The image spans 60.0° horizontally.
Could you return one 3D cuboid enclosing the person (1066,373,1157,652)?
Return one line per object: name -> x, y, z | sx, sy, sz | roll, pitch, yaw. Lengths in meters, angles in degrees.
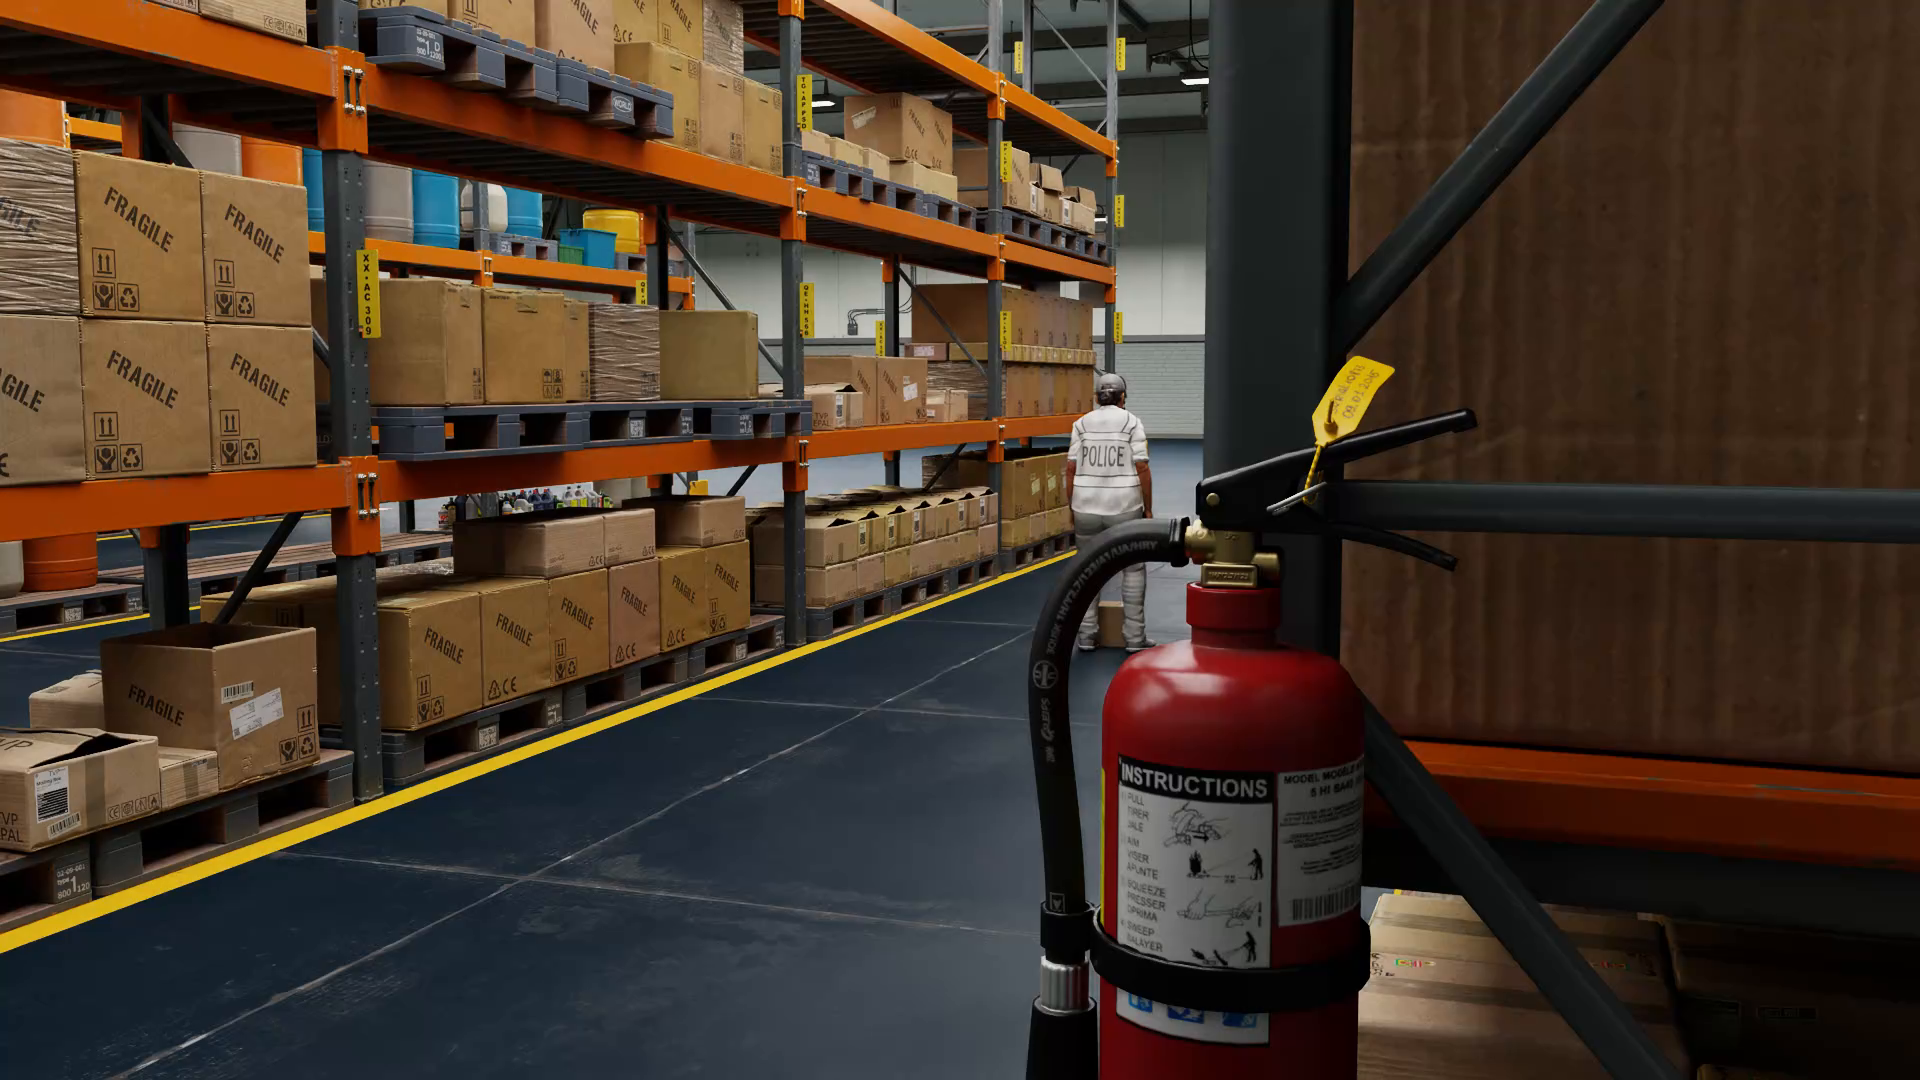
person -> 0.908, -0.165, 9.986 | 0.538, 1.666, 0.465 | 2, 6, 19
